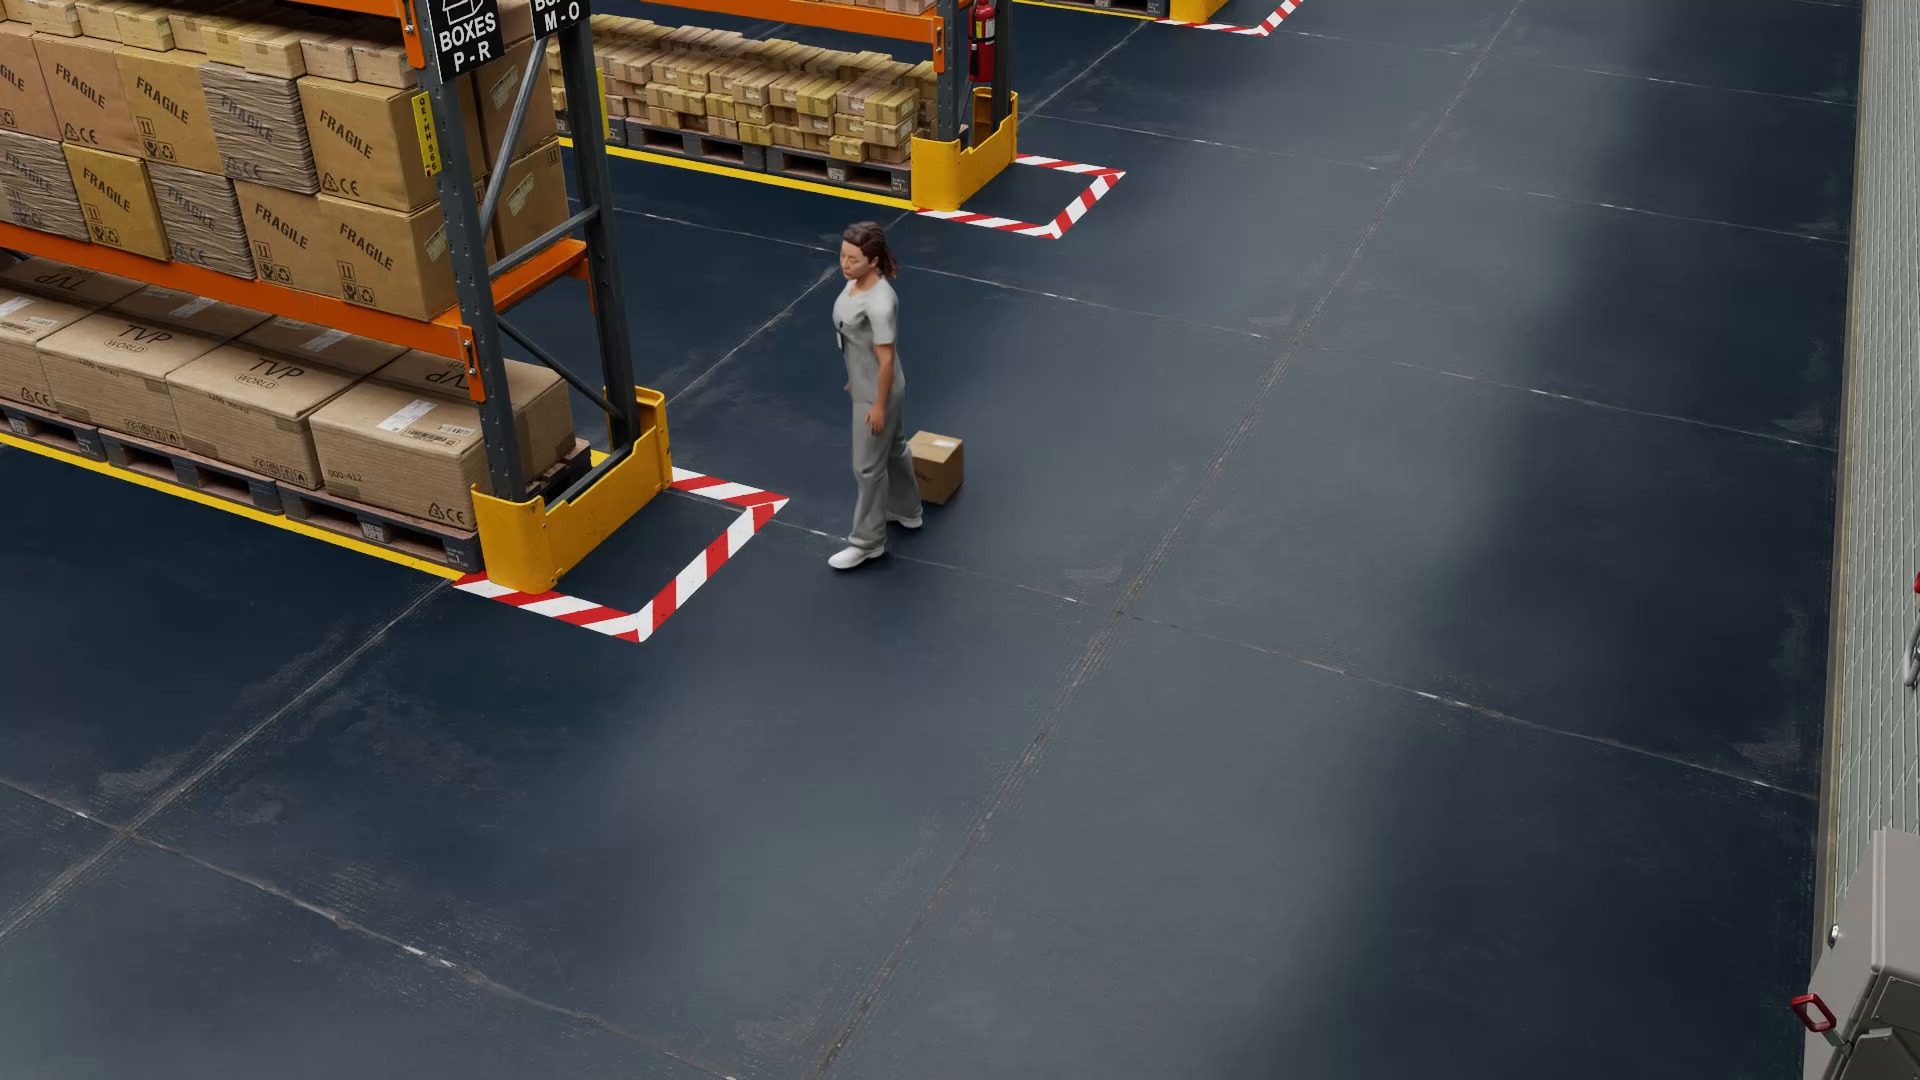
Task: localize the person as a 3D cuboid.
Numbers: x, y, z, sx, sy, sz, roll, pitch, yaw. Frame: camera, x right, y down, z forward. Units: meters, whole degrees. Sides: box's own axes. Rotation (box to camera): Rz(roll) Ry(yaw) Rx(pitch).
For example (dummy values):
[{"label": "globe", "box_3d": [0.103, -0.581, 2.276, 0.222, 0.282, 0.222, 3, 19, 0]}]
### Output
[{"label": "person", "box_3d": [-0.421, -0.701, 7.710, 0.514, 1.670, 0.498, -7, 34, -10]}]
